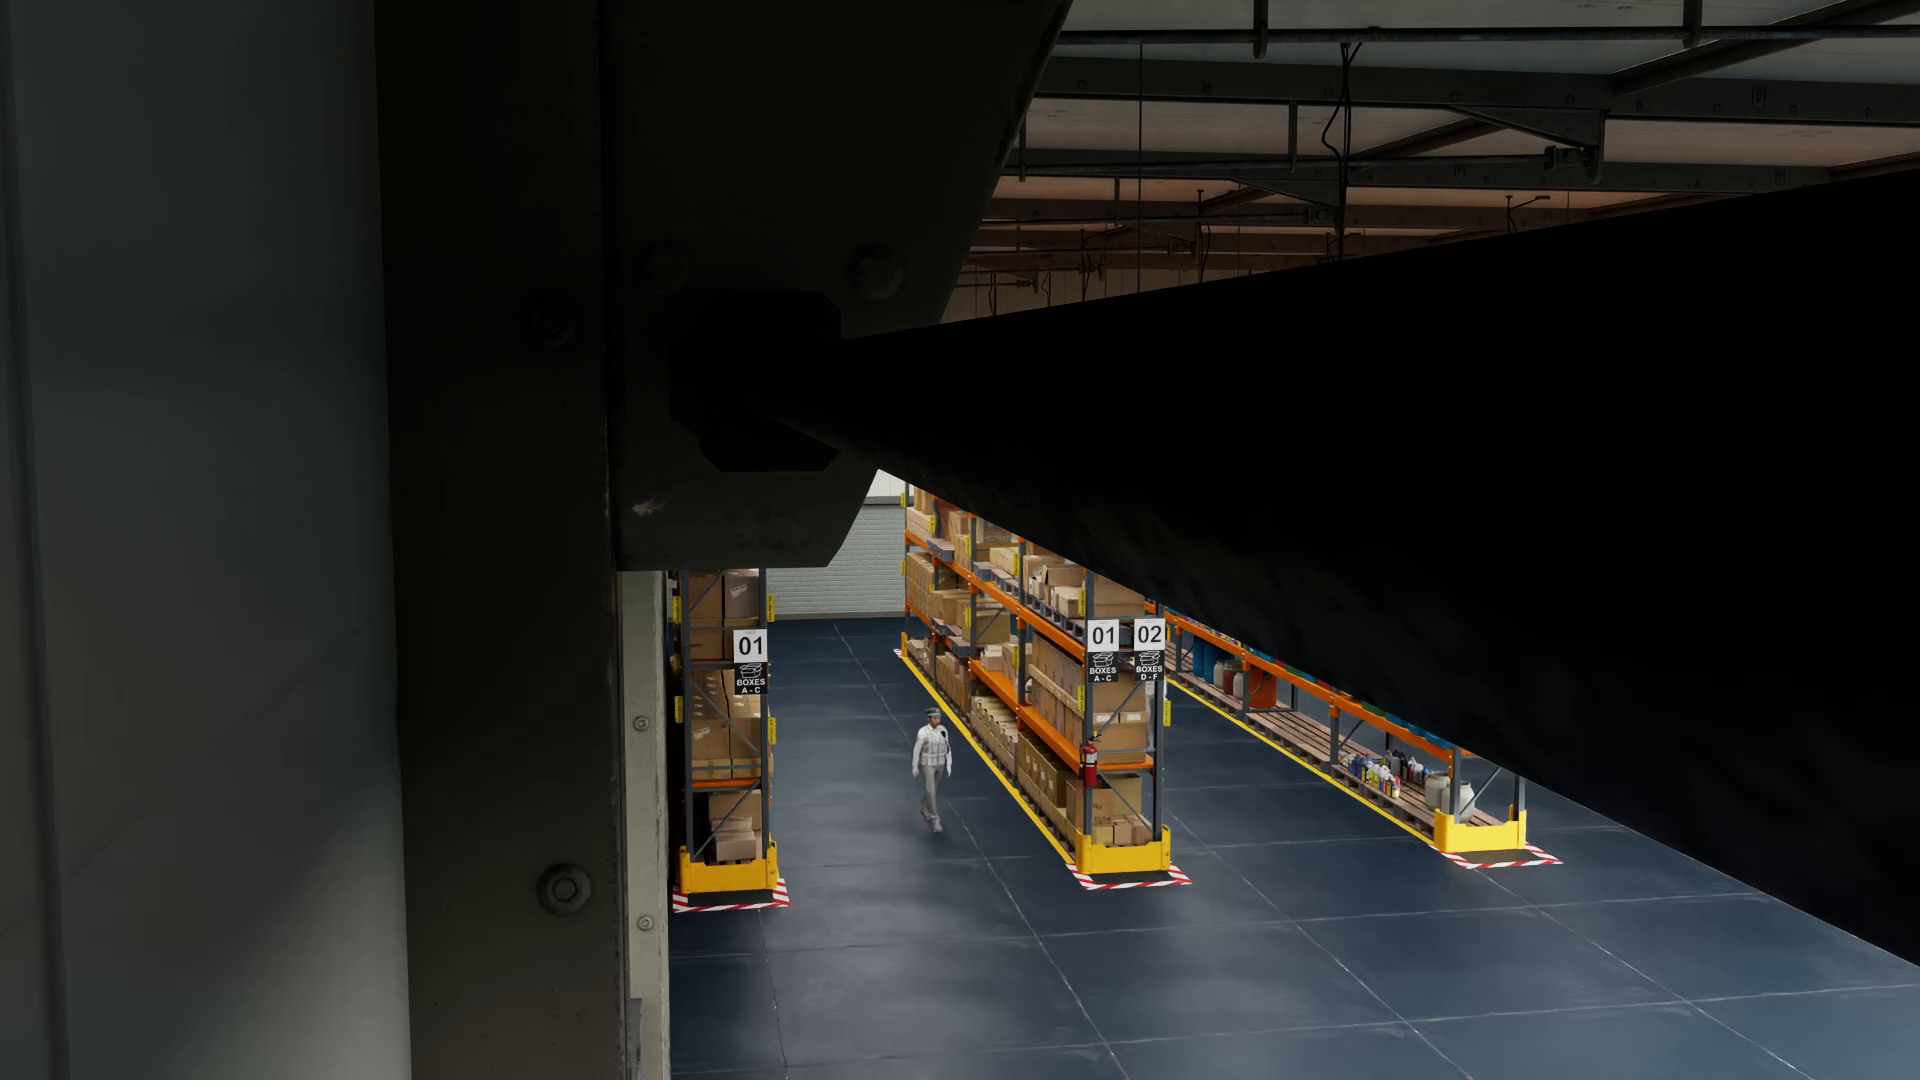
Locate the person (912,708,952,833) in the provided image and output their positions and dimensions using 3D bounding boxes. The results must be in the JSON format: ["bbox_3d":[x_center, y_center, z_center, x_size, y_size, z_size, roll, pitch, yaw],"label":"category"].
[{"bbox_3d":[-0.340,3.116,22.948,0.512,1.642,0.876,-4,7,-35],"label":"person"}]

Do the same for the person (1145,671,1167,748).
[{"bbox_3d":[3.212,2.636,27.828,0.510,1.709,0.724,0,6,-3],"label":"person"}]
